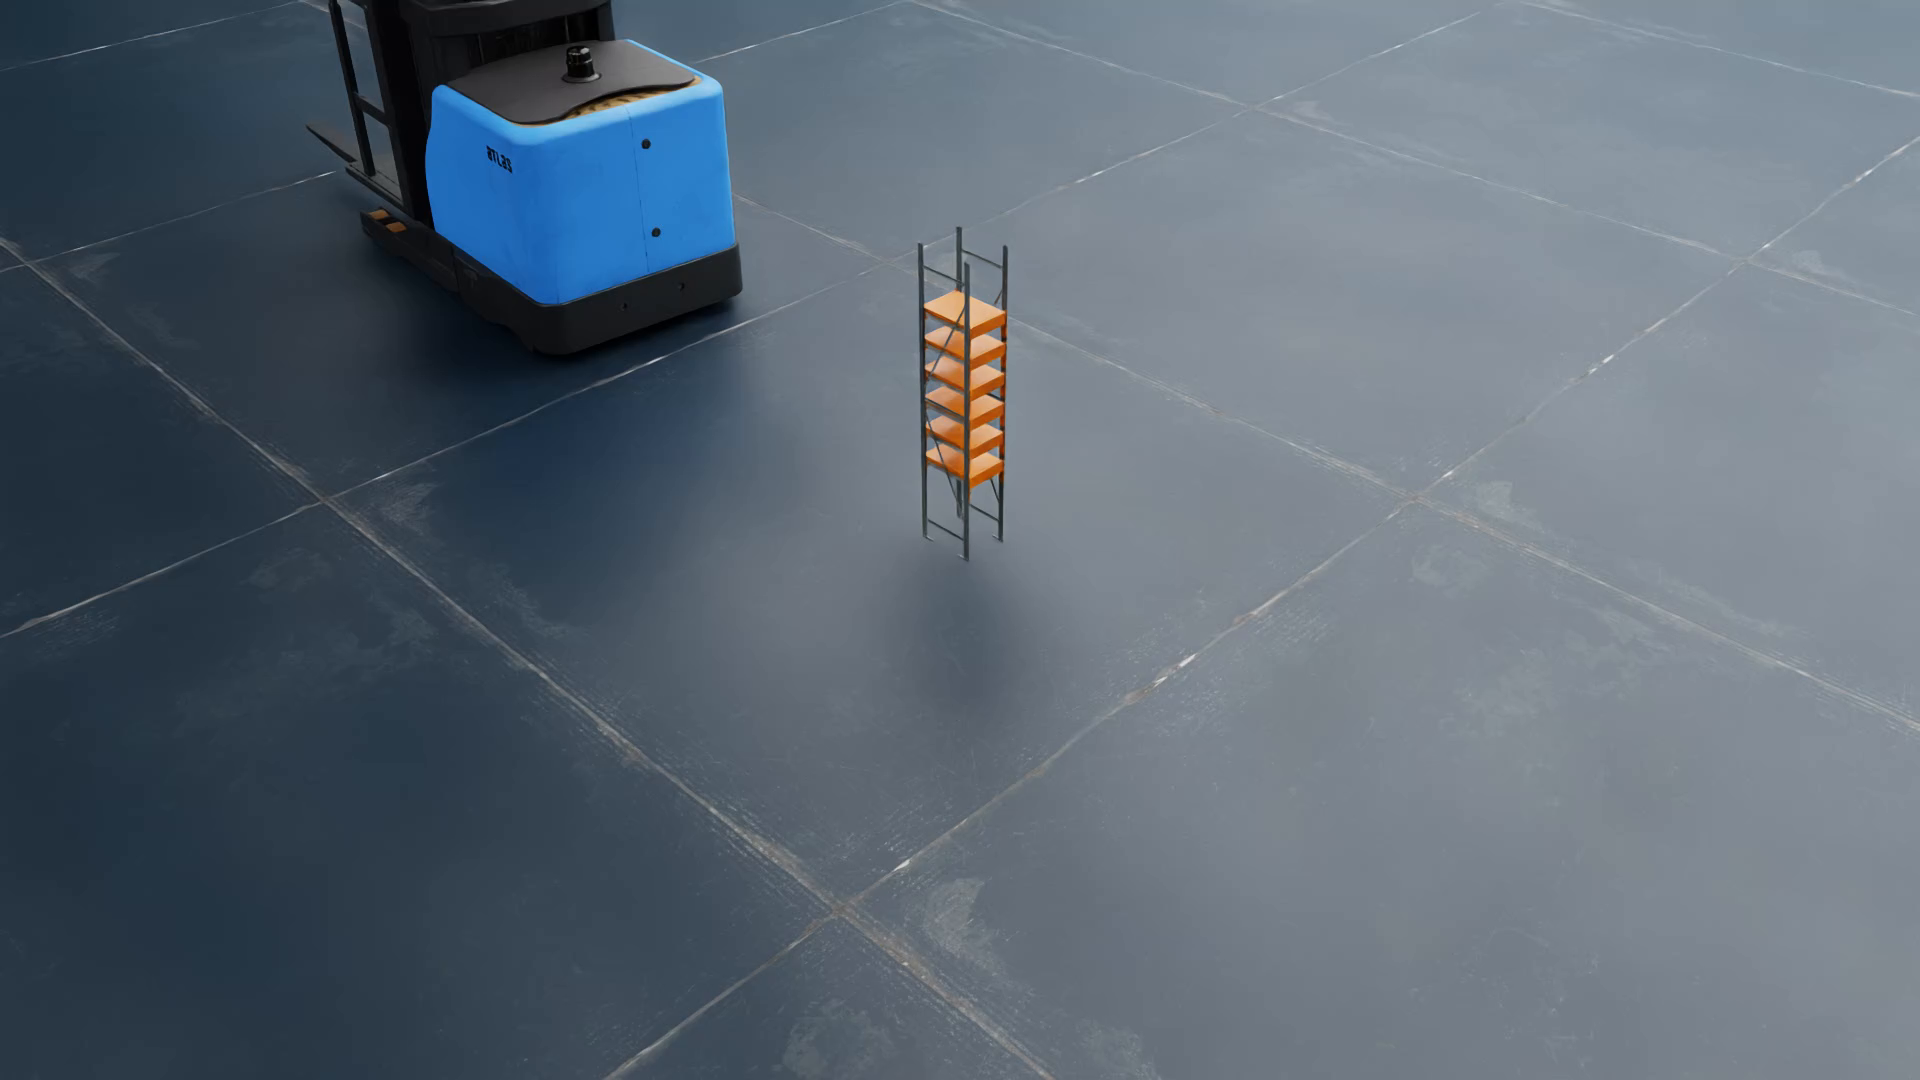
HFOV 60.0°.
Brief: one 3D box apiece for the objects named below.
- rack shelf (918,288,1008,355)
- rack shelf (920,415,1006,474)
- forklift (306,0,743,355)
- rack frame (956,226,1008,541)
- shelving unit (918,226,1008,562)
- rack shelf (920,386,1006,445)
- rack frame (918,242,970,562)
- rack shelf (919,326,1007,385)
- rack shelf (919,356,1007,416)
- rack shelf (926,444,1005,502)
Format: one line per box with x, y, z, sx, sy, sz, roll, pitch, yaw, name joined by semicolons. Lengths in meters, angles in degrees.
0.010;-0.757;5.735;0.258;0.103;0.180;30;45;35;rack shelf
0.010;-0.363;6.009;0.258;0.103;0.180;30;45;35;rack shelf
-2.361;-2.780;7.674;1.130;2.935;3.031;-26;43;-32;forklift
0.075;-0.535;5.968;0.240;1.200;0.006;30;45;35;rack frame
0.010;-0.498;5.915;0.258;1.200;0.189;30;45;35;shelving unit
0.010;-0.462;5.941;0.258;0.103;0.180;30;45;35;rack shelf
-0.054;-0.461;5.862;0.240;1.200;0.006;30;45;35;rack frame
0.010;-0.658;5.803;0.258;0.103;0.180;30;45;35;rack shelf
0.010;-0.560;5.872;0.258;0.103;0.180;30;45;35;rack shelf
0.010;-0.265;6.078;0.258;0.103;0.180;30;45;35;rack shelf
